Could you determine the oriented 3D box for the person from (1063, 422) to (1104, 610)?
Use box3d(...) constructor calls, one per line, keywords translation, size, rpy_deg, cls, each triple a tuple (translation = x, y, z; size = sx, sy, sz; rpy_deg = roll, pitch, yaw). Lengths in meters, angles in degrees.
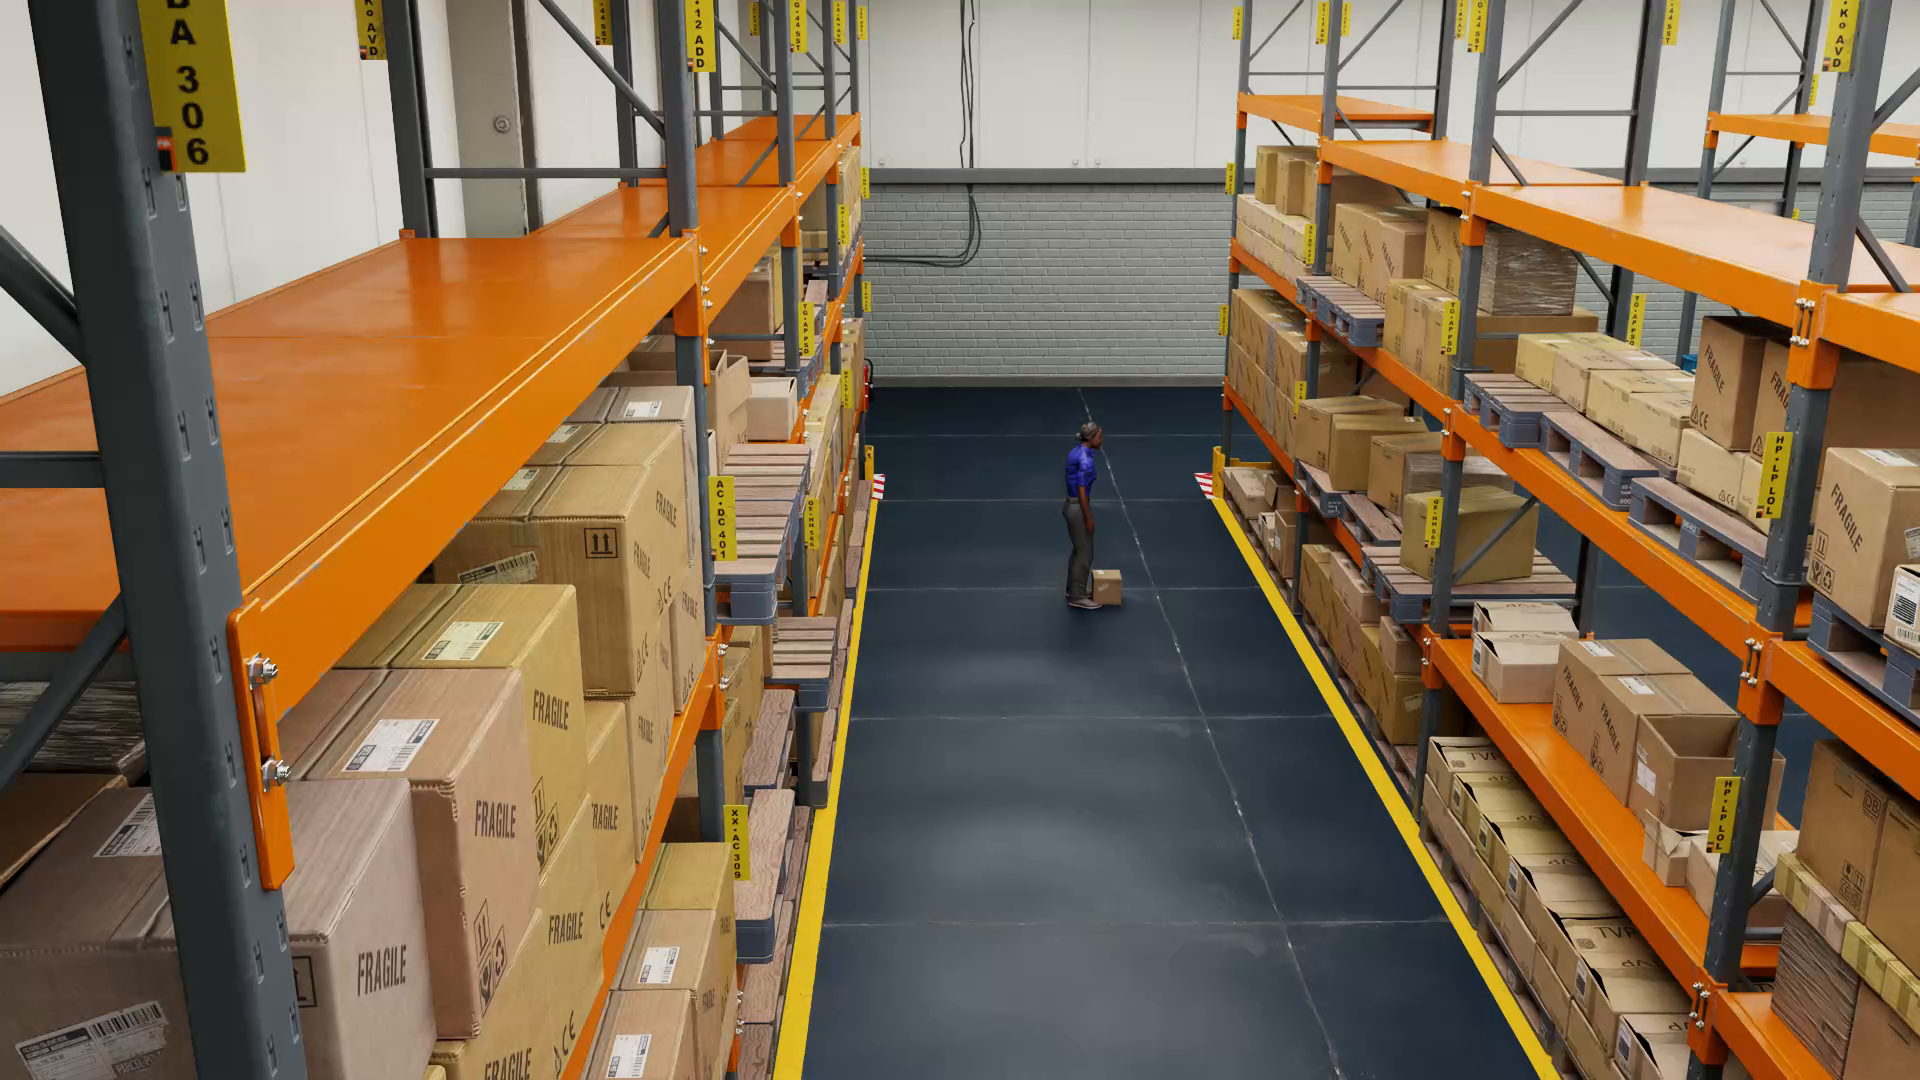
box3d(translation=(1.095, -0.237, 14.841), size=(0.346, 1.655, 0.506), rpy_deg=(0, 17, -1), cls="person")
